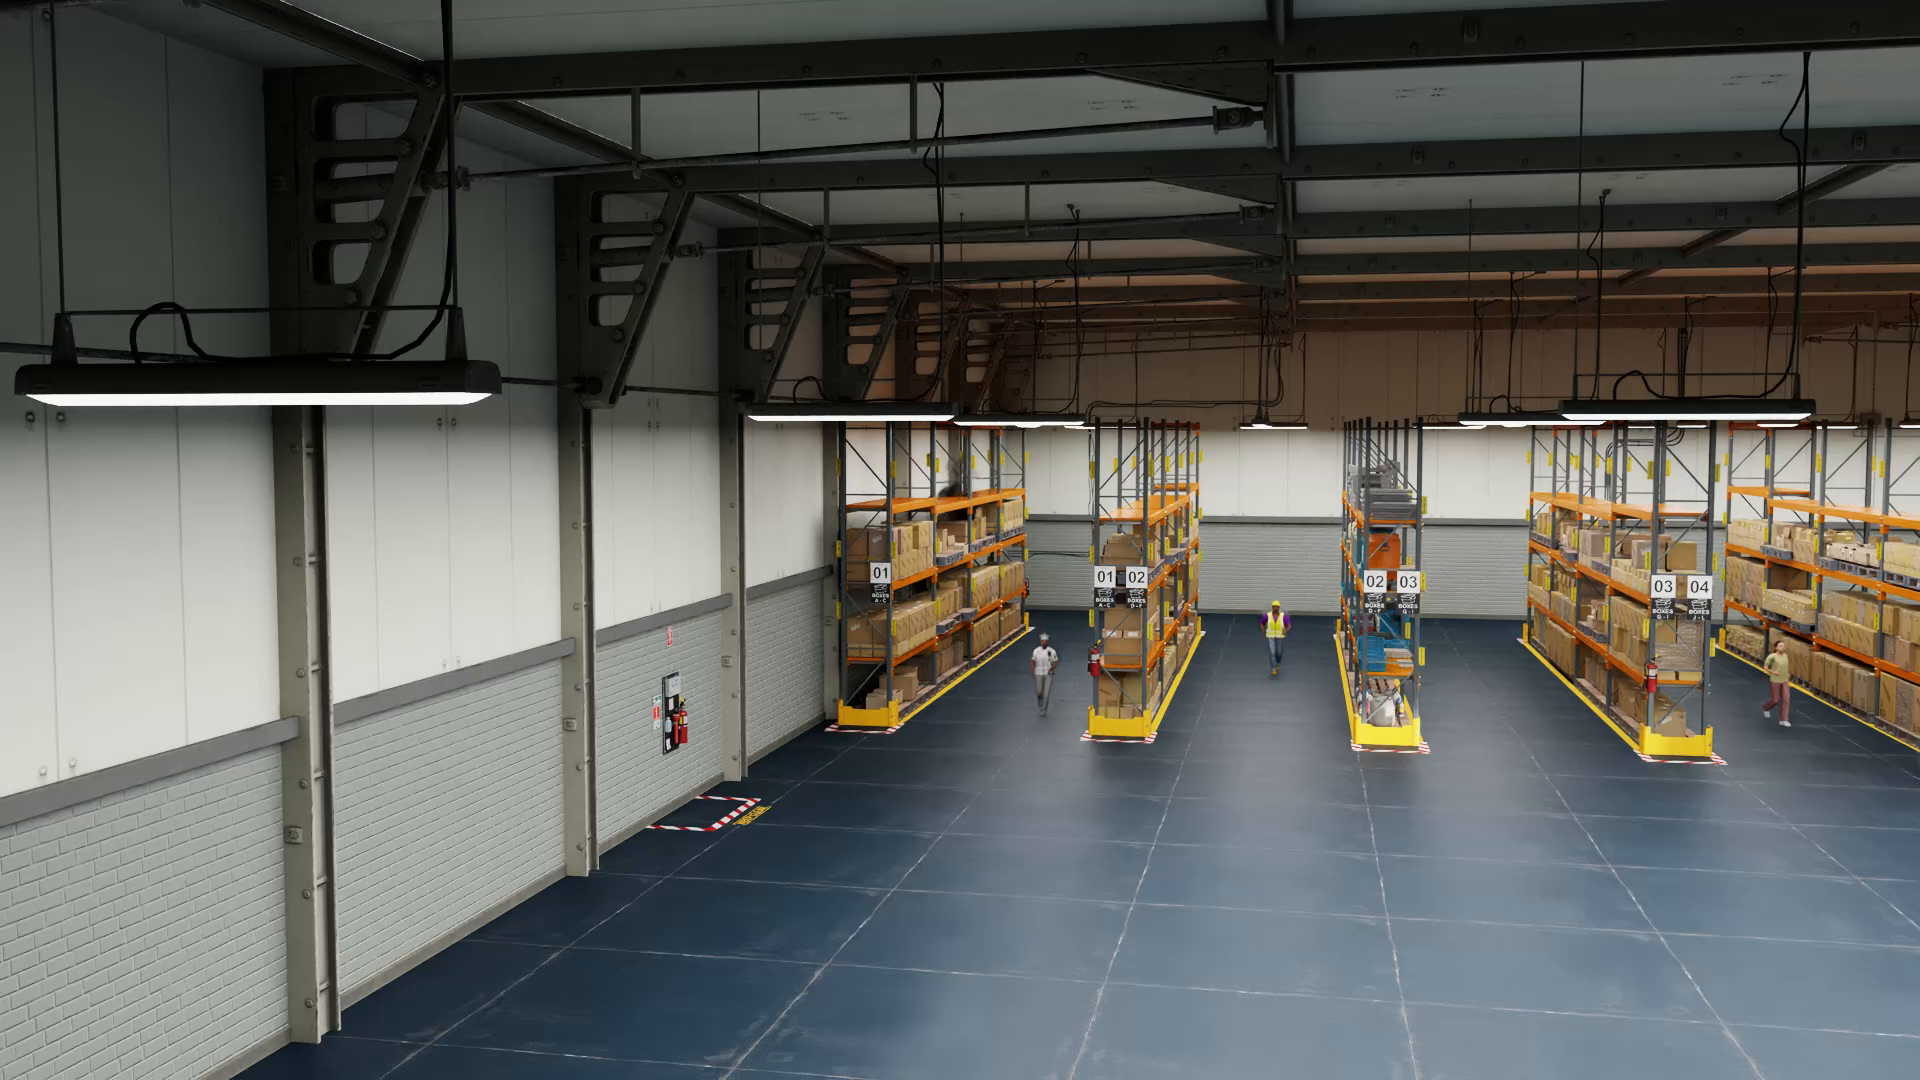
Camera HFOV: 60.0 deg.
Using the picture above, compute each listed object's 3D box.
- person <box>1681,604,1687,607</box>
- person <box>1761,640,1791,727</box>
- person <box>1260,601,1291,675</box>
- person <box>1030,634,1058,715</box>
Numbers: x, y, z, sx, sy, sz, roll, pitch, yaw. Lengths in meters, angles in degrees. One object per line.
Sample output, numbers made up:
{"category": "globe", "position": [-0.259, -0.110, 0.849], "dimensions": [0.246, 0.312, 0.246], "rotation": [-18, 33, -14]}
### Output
{"category": "person", "position": [19.529, 1.990, 44.634], "dimensions": [0.676, 1.718, 0.664], "rotation": [-3, 5, -35]}
{"category": "person", "position": [15.976, 2.772, 32.474], "dimensions": [0.569, 1.638, 0.880], "rotation": [0, 4, -5]}
{"category": "person", "position": [7.455, 2.304, 39.316], "dimensions": [0.730, 1.741, 0.715], "rotation": [1, 4, 8]}
{"category": "person", "position": [1.700, 2.716, 33.630], "dimensions": [0.574, 1.649, 0.561], "rotation": [0, 4, 6]}
